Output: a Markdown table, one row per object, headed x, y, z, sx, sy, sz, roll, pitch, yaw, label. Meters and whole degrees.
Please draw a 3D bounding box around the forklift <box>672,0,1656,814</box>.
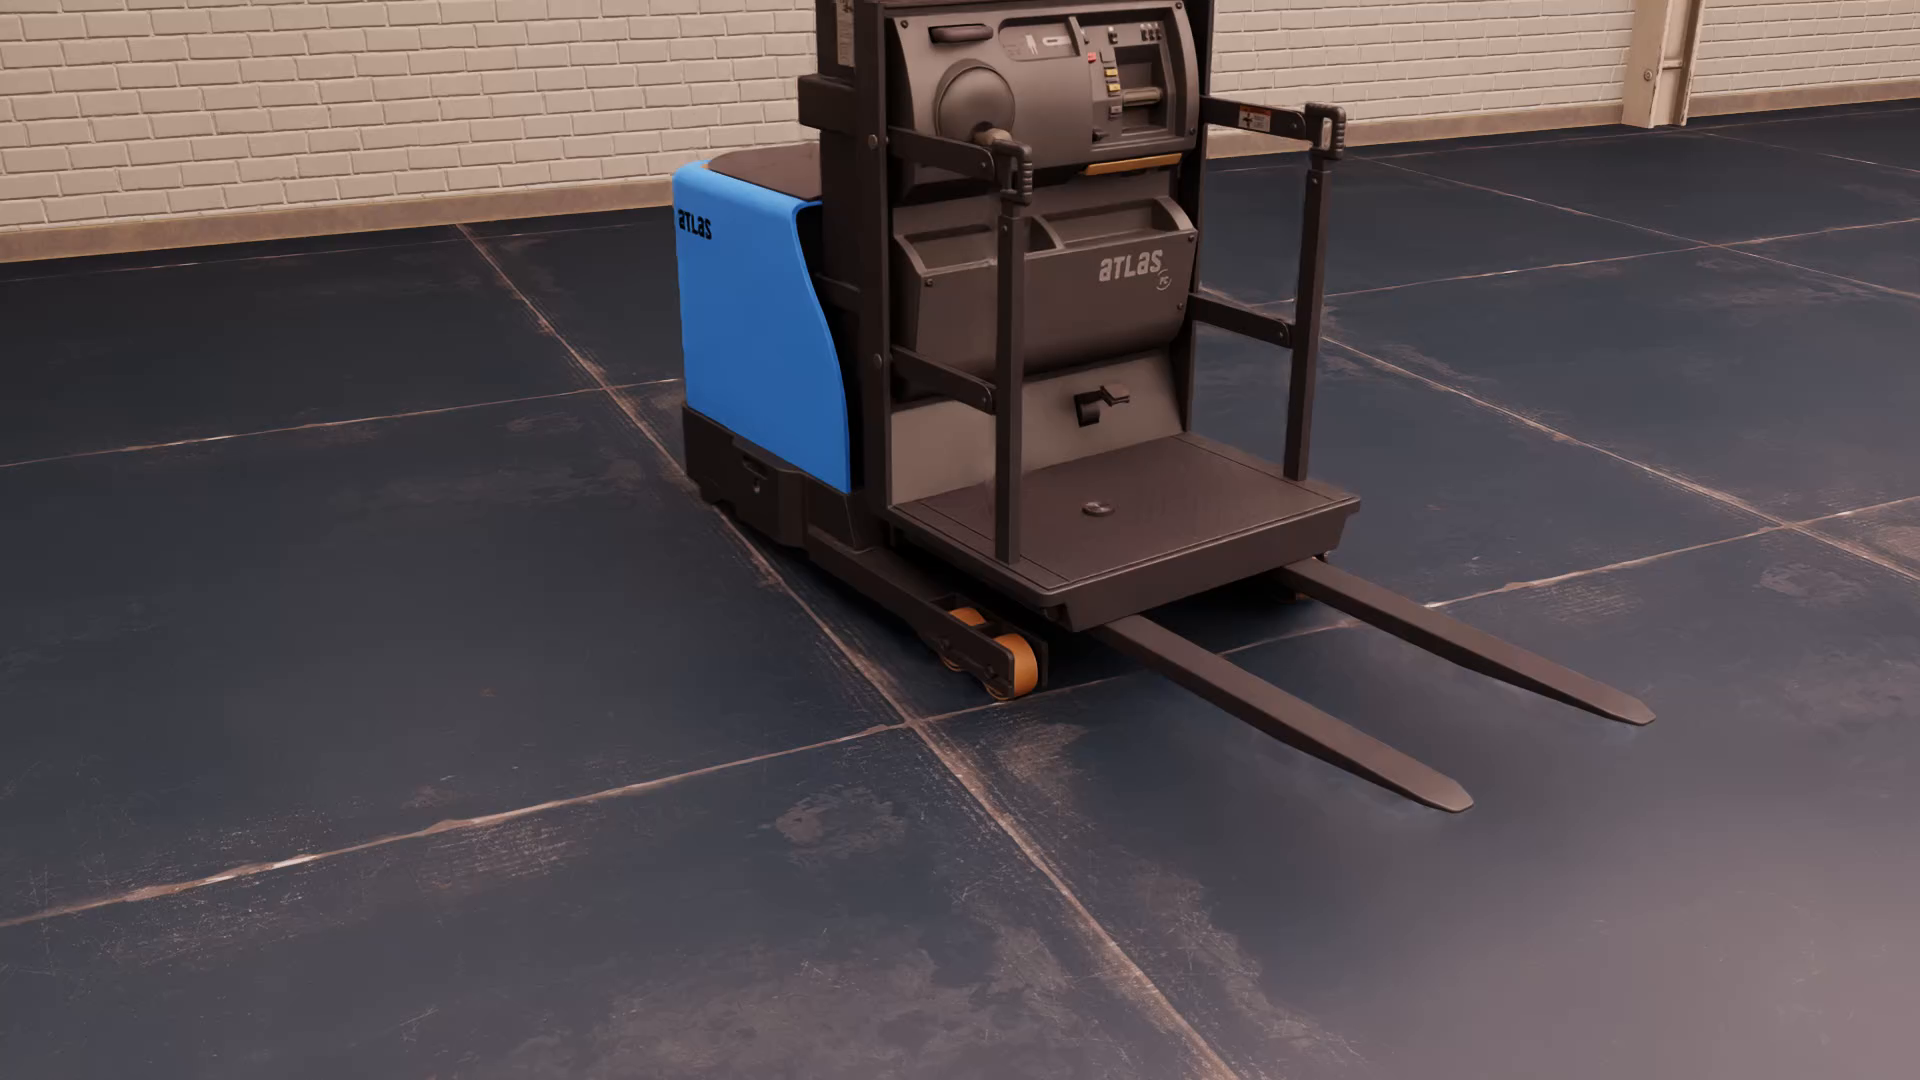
| x | y | z | sx | sy | sz | roll | pitch | yaw | label |
| --- | --- | --- | --- | --- | --- | --- | --- | --- | --- |
| 0.364 | -1.164 | 4.088 | 1.130 | 2.935 | 3.031 | -15 | 27 | -32 | forklift |
